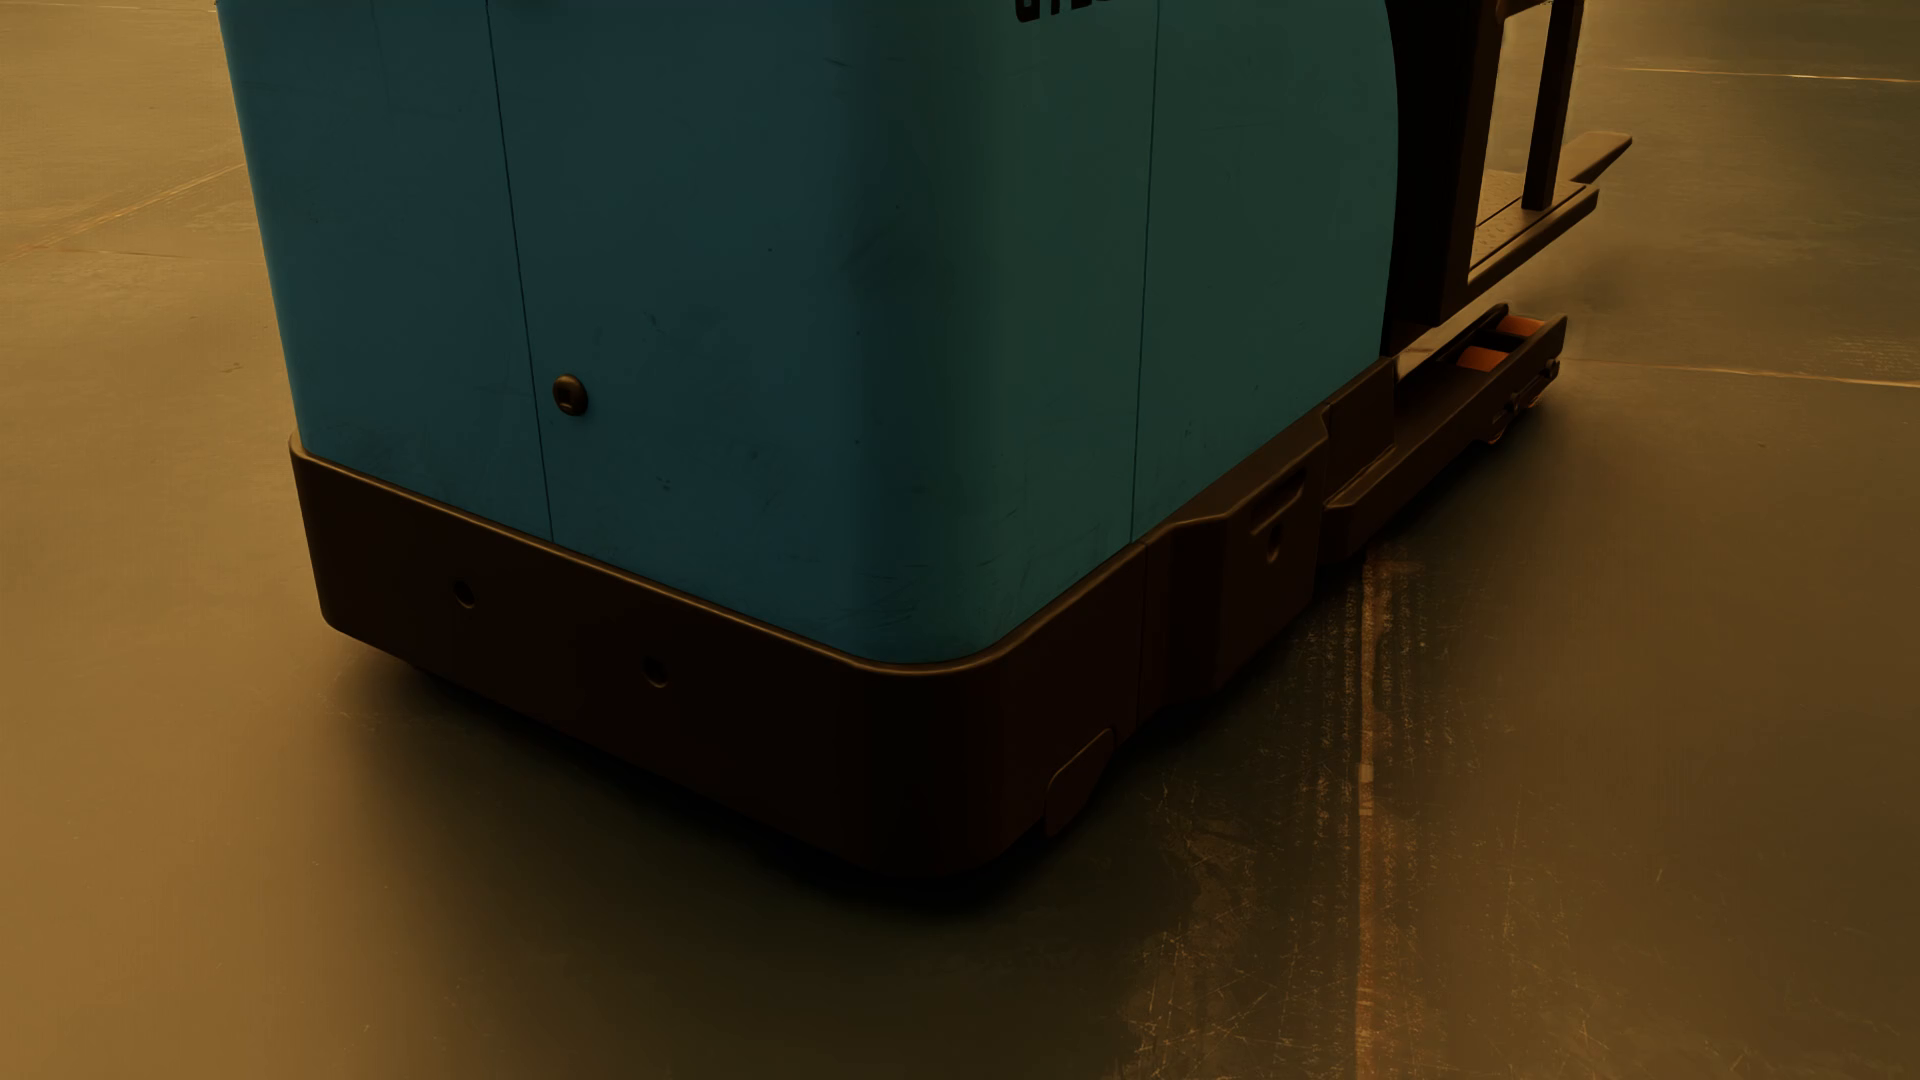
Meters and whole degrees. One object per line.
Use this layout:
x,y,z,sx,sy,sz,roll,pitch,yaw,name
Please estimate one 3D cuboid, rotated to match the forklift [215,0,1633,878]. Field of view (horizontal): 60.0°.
0.421,-1.580,2.378,1.130,2.935,3.031,17,32,31,forklift
